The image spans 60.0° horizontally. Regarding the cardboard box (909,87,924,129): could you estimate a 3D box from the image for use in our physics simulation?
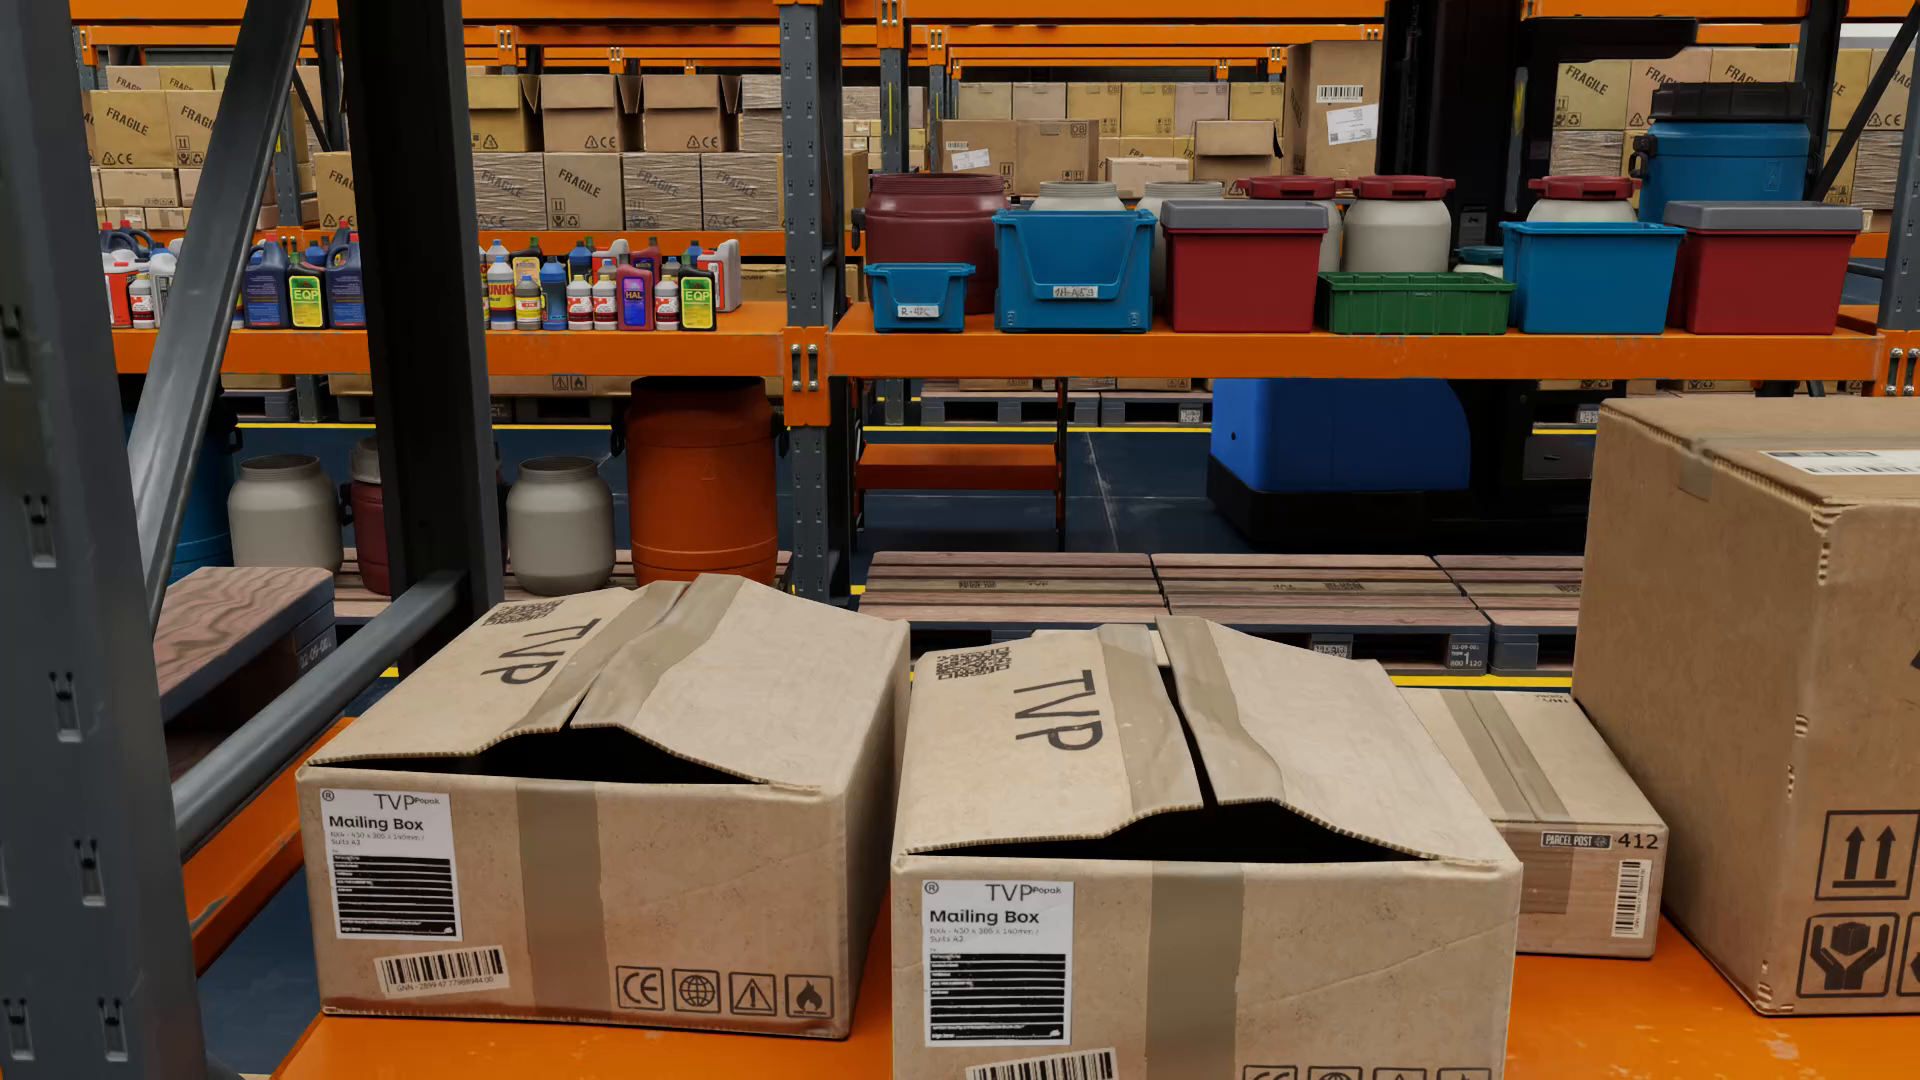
[{"bbox_3d":[-0.705,-5.340,20.545,0.500,0.500,0.500,0,15,0],"label":"cardboard box"}]

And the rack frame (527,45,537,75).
[{"bbox_3d":[-4.205,-3.634,16.234,0.053,2.616,0.949,0,15,1],"label":"rack frame"}]

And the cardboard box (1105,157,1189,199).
[{"bbox_3d":[1.235,-2.406,11.049,0.500,0.250,0.500,0,15,0],"label":"cardboard box"}]

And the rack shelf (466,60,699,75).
[{"bbox_3d":[-6.056,-7.279,25.581,4.000,0.370,1.077,0,15,1],"label":"rack shelf"}]

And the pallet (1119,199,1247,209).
[{"bbox_3d":[1.546,-2.249,11.362,1.213,0.211,1.003,0,15,1],"label":"pallet"}]

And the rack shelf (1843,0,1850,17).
[{"bbox_3d":[5.437,-2.145,6.120,4.000,0.370,1.077,0,15,1],"label":"rack shelf"}]

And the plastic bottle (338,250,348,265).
[{"bbox_3d":[-2.300,-0.964,6.344,0.133,0.283,0.061,0,15,1],"label":"plastic bottle"}]

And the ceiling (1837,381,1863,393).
[{"bbox_3d":[6.341,-1.290,11.428,0.614,0.500,0.614,0,15,1],"label":"ceiling"}]

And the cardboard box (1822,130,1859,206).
[{"bbox_3d":[5.513,-2.488,11.113,0.500,0.500,0.875,0,15,1],"label":"cardboard box"}]

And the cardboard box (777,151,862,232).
[{"bbox_3d":[-0.934,-2.333,11.107,0.500,0.500,0.500,1,15,3],"label":"cardboard box"}]

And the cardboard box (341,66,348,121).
[{"bbox_3d":[-5.710,-4.254,15.843,0.500,0.500,0.500,1,15,3],"label":"cardboard box"}]

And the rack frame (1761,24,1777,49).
[{"bbox_3d":[7.791,-3.557,15.941,0.127,3.000,1.000,0,15,1],"label":"rack frame"}]

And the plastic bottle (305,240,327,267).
[{"bbox_3d":[-2.673,-1.107,6.908,0.097,0.271,0.097,0,15,0],"label":"plastic bottle"}]

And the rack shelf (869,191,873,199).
[{"bbox_3d":[-2.206,-3.274,16.280,4.000,0.370,1.077,0,15,1],"label":"rack shelf"}]

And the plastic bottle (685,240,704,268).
[{"bbox_3d":[-1.100,-1.112,6.928,0.097,0.271,0.097,0,15,0],"label":"plastic bottle"}]

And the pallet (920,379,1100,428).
[{"bbox_3d":[0.347,-0.991,11.682,1.213,0.211,1.003,0,15,1],"label":"pallet"}]

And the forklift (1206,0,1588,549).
[{"bbox_3d":[20.705,0.439,1.102,37.197,2.843,19.219,-1,15,-5],"label":"forklift"}]

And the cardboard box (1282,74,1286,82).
[{"bbox_3d":[4.252,-5.463,20.428,0.500,0.500,0.700,0,15,1],"label":"cardboard box"}]

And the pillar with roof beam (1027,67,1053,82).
[{"bbox_3d":[1.158,-8.162,21.636,0.400,9.000,9.100,0,15,1],"label":"pillar with roof beam"}]

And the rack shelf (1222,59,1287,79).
[{"bbox_3d":[5.940,-7.201,25.285,4.000,0.370,1.077,0,15,1],"label":"rack shelf"}]

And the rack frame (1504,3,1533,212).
[{"bbox_3d":[3.565,-2.319,11.248,0.127,3.000,1.000,0,15,1],"label":"rack frame"}]

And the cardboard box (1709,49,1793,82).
[{"bbox_3d":[5.008,-2.920,10.789,0.500,0.500,0.500,0,15,1],"label":"cardboard box"}]

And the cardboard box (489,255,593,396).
[{"bbox_3d":[-2.899,-1.542,11.645,0.875,0.875,1.225,0,15,-1],"label":"cardboard box"}]

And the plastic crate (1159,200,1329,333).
[{"bbox_3d":[1.047,-1.024,6.215,0.583,0.464,0.402,0,15,1],"label":"plastic crate"}]

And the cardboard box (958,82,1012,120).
[{"bbox_3d":[0.242,-4.135,15.978,0.500,0.500,0.700,0,15,1],"label":"cardboard box"}]

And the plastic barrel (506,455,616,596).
[{"bbox_3d":[-1.617,-0.061,6.746,0.421,0.512,0.421,0,15,0],"label":"plastic barrel"}]

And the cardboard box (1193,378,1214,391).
[{"bbox_3d":[1.916,-1.344,11.590,0.500,0.500,0.700,-1,15,-3],"label":"cardboard box"}]

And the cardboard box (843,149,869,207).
[{"bbox_3d":[-0.913,-2.466,11.609,0.500,0.500,0.500,1,15,3],"label":"cardboard box"}]

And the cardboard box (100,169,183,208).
[{"bbox_3d":[-5.398,-2.381,11.194,0.500,0.250,0.500,1,15,3],"label":"cardboard box"}]

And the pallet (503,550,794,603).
[{"bbox_3d":[-1.350,0.272,6.894,1.213,0.211,1.003,0,15,1],"label":"pallet"}]

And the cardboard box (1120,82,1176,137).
[{"bbox_3d":[1.772,-4.126,15.943,0.500,0.500,0.700,0,15,1],"label":"cardboard box"}]

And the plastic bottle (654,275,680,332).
[{"bbox_3d":[-1.091,-0.885,6.203,0.097,0.201,0.097,0,15,0],"label":"plastic bottle"}]

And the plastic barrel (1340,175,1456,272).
[{"bbox_3d":[1.754,-1.188,6.697,0.433,0.535,0.433,0,15,0],"label":"plastic barrel"}]

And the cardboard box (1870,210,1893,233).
[{"bbox_3d":[6.023,-2.124,11.004,0.250,0.149,0.380,0,15,1],"label":"cardboard box"}]

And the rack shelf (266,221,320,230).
[{"bbox_3d":[-6.432,-2.130,11.562,3.809,0.124,0.919,0,15,1],"label":"rack shelf"}]

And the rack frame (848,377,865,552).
[{"bbox_3d":[-0.515,-0.547,8.209,0.032,1.125,0.500,0,15,1],"label":"rack frame"}]

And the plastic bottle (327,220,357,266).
[{"bbox_3d":[-2.531,-1.154,6.931,0.185,0.351,0.144,0,15,1],"label":"plastic bottle"}]

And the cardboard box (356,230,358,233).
[{"bbox_3d":[-2.400,-1.114,6.780,0.187,0.351,0.147,0,15,1],"label":"cardboard box"}]

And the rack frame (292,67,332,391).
[{"bbox_3d":[-4.433,-2.372,11.449,0.053,2.616,0.949,0,15,1],"label":"rack frame"}]

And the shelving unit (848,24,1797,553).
[{"bbox_3d":[6.365,-5.304,16.685,13.307,6.000,19.663,0,15,1],"label":"shelving unit"}]

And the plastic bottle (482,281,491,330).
[{"bbox_3d":[-1.808,-0.889,6.220,0.097,0.201,0.097,0,15,0],"label":"plastic bottle"}]

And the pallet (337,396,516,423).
[{"bbox_3d":[-3.660,-1.037,11.855,1.213,0.211,1.003,0,15,1],"label":"pallet"}]

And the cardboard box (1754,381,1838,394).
[{"bbox_3d":[5.716,-1.299,11.462,0.500,0.500,0.500,2,15,7],"label":"cardboard box"}]

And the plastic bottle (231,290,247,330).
[{"bbox_3d":[-2.736,-0.929,6.234,0.097,0.271,0.097,0,15,0],"label":"plastic bottle"}]

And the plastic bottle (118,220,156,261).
[{"bbox_3d":[-3.447,-1.160,6.953,0.185,0.351,0.144,0,15,1],"label":"plastic bottle"}]

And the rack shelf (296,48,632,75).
[{"bbox_3d":[-6.179,-6.013,20.783,4.000,0.370,1.077,0,15,1],"label":"rack shelf"}]

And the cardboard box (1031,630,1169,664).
[{"bbox_3d":[0.215,0.239,2.048,0.250,0.149,0.380,0,15,1],"label":"cardboard box"}]

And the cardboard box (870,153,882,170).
[{"bbox_3d":[-0.711,-3.576,15.685,0.250,0.149,0.380,1,15,2],"label":"cardboard box"}]

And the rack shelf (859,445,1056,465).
[{"bbox_3d":[-0.007,-0.378,8.240,0.952,0.093,0.459,0,15,1],"label":"rack shelf"}]
